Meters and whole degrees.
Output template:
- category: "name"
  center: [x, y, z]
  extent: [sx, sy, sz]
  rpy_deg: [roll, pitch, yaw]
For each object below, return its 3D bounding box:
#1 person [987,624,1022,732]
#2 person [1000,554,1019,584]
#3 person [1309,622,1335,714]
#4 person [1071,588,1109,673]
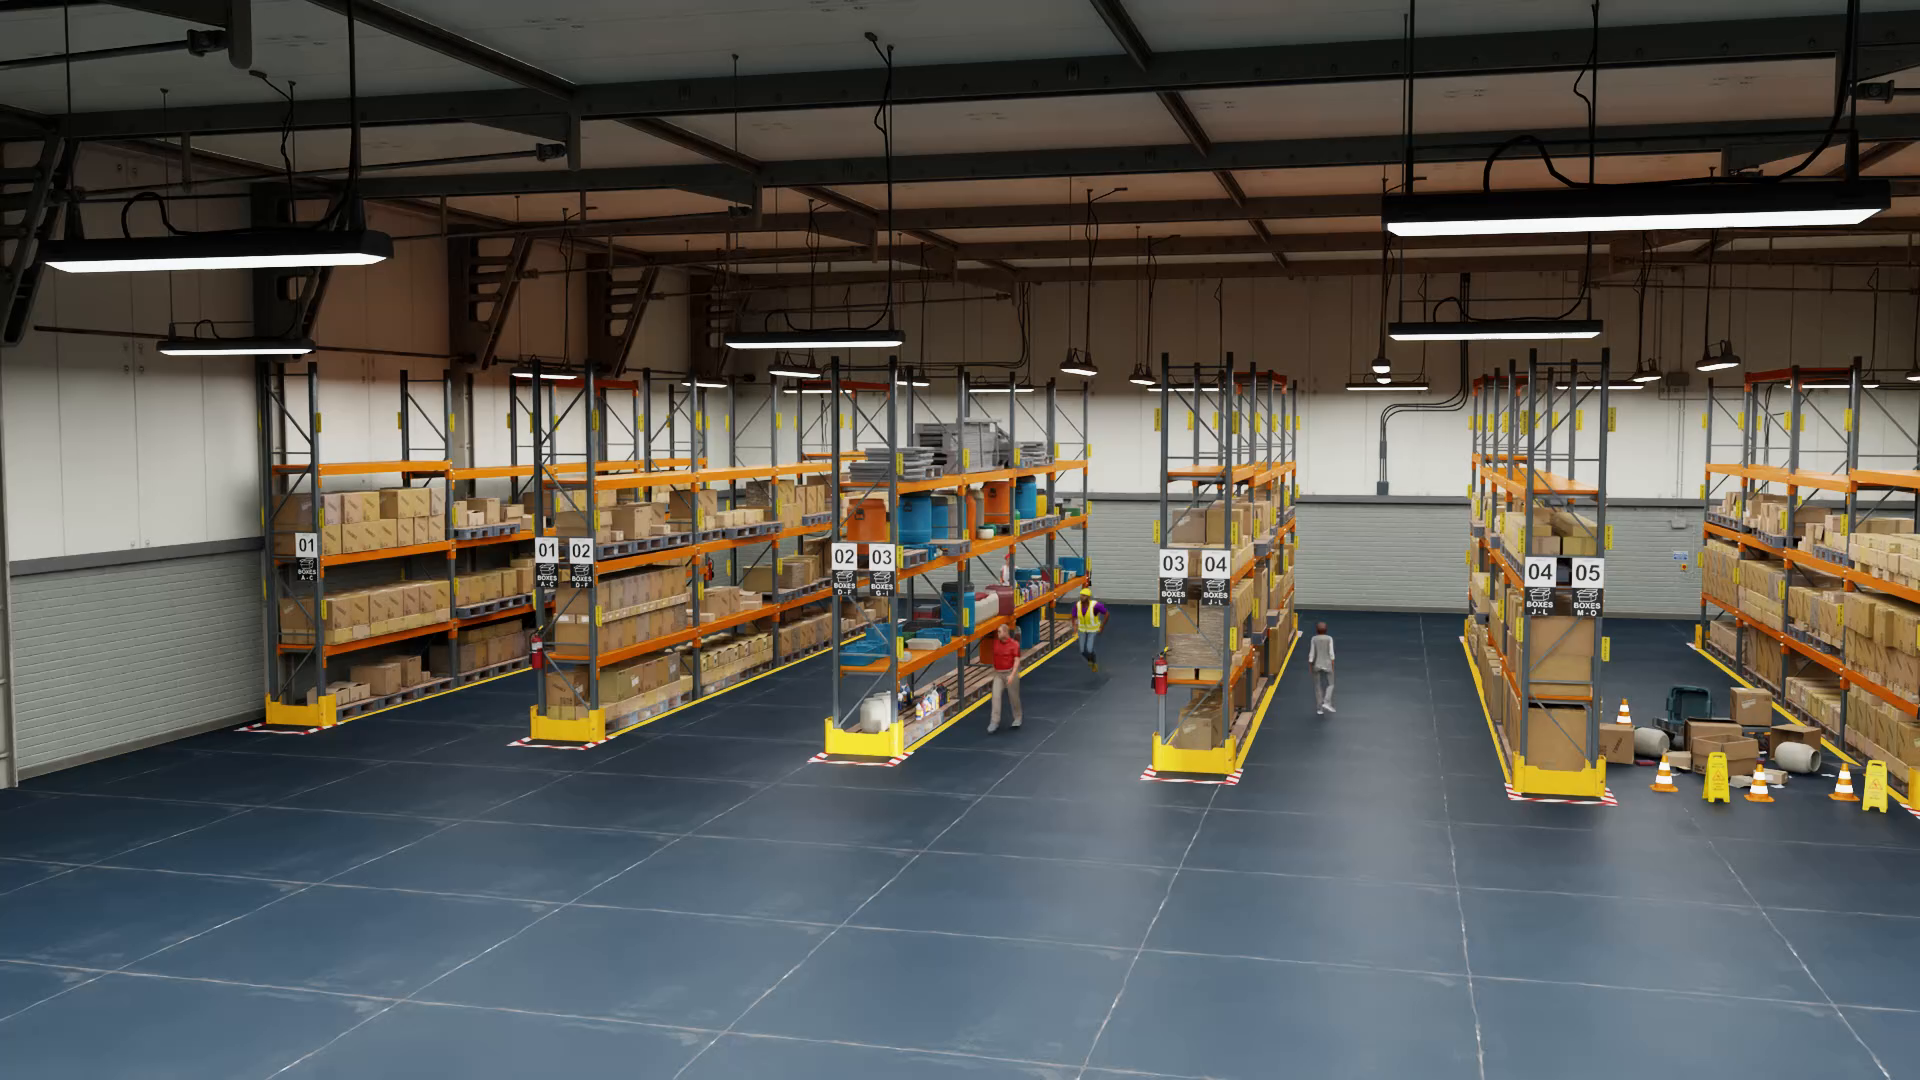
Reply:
- category: "person"
  center: [0.713, 2.227, 27.110]
  extent: [0.560, 1.691, 0.908]
  rpy_deg: [2, 5, 29]
- category: "person"
  center: [1.192, 1.212, 41.221]
  extent: [0.626, 1.725, 1.061]
  rpy_deg: [1, 4, 18]
- category: "person"
  center: [6.218, 2.204, 28.530]
  extent: [0.462, 1.596, 0.480]
  rpy_deg: [1, 4, 14]
- category: "person"
  center: [2.515, 1.753, 32.138]
  extent: [0.749, 1.672, 0.669]
  rpy_deg: [2, 4, 25]
